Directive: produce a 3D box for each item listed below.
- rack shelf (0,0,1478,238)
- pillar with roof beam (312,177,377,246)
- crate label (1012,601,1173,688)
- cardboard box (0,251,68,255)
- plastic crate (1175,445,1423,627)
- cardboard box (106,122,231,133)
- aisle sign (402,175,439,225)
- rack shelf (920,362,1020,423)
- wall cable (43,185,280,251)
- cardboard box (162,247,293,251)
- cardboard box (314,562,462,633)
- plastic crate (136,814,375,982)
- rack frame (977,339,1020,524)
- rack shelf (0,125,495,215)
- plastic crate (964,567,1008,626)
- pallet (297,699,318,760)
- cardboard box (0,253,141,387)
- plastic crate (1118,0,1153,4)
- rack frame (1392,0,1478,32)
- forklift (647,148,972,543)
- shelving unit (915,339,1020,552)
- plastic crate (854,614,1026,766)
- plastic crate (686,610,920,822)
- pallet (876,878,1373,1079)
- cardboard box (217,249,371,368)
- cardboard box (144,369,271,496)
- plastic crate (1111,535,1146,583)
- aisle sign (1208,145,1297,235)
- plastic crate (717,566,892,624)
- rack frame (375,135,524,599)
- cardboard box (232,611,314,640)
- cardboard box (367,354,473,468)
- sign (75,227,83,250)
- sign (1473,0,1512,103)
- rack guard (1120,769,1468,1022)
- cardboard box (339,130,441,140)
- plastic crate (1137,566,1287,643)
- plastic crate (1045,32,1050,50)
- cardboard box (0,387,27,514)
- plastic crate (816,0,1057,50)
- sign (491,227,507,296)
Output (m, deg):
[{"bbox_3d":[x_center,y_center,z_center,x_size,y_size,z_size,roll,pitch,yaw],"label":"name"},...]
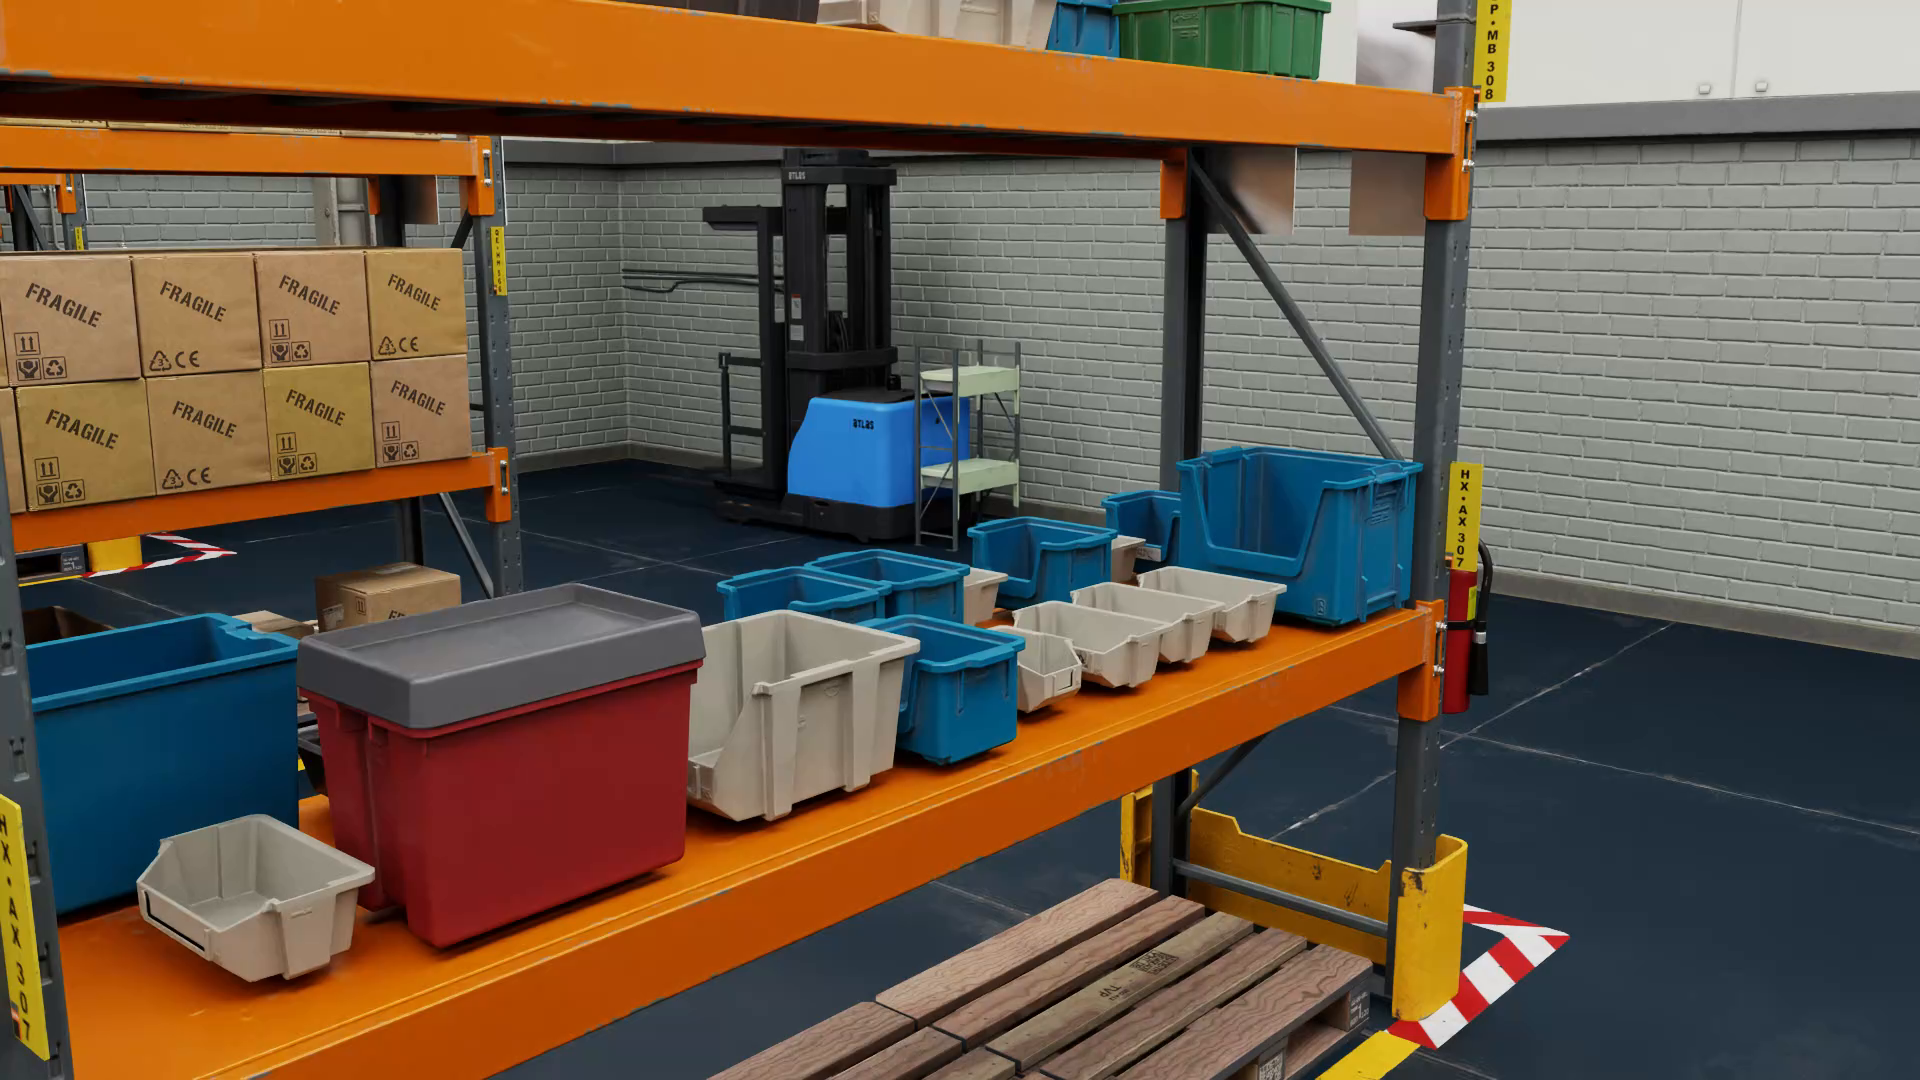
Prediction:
[{"bbox_3d":[-0.234,-0.882,3.649,1.077,0.370,4.000,10,15,40],"label":"rack shelf"},{"bbox_3d":[-1.989,-4.234,10.933,9.100,9.000,0.400,10,15,40],"label":"pillar with roof beam"},{"bbox_3d":[0.316,0.270,4.223,0.396,0.136,0.243,10,15,40],"label":"crate label"},{"bbox_3d":[-4.131,-0.982,7.161,0.500,0.500,0.500,10,15,40],"label":"cardboard box"},{"bbox_3d":[1.006,-0.032,4.969,0.616,0.435,0.499,10,15,40],"label":"plastic crate"},{"bbox_3d":[-3.432,-1.840,6.989,0.500,0.250,0.500,10,15,40],"label":"cardboard box"},{"bbox_3d":[-2.808,-2.022,8.541,0.394,0.787,0.004,10,15,40],"label":"aisle sign"},{"bbox_3d":[0.061,-1.109,12.441,0.431,0.370,0.720,9,15,39],"label":"rack shelf"},{"bbox_3d":[-6.221,-2.148,13.215,0.084,1.984,1.851,10,15,40],"label":"wall cable"},{"bbox_3d":[-3.462,-1.130,7.901,0.500,0.500,0.500,10,15,41],"label":"cardboard box"},{"bbox_3d":[-2.806,0.422,8.197,0.500,0.500,0.500,10,15,40],"label":"cardboard box"},{"bbox_3d":[-1.140,0.580,2.669,0.396,0.136,0.243,10,15,40],"label":"plastic crate"},{"bbox_3d":[0.295,-0.781,12.792,0.400,1.500,0.023,9,15,39],"label":"rack frame"},{"bbox_3d":[-3.952,-1.523,6.858,1.077,0.370,4.000,10,15,40],"label":"rack shelf"},{"bbox_3d":[-0.046,0.171,4.714,0.250,0.136,0.298,10,15,40],"label":"plastic crate"},{"bbox_3d":[-3.208,0.797,8.184,1.003,0.211,1.213,10,15,40],"label":"pallet"},{"bbox_3d":[-3.730,-0.911,6.805,0.500,0.500,0.500,10,15,42],"label":"cardboard box"},{"bbox_3d":[0.623,-1.445,4.961,0.497,0.269,0.590,10,15,40],"label":"plastic crate"},{"bbox_3d":[1.086,-3.000,4.758,1.000,3.000,0.127,10,15,40],"label":"rack frame"},{"bbox_3d":[-1.349,-1.633,13.404,3.031,2.935,1.130,10,15,40],"label":"forklift"},{"bbox_3d":[0.061,-0.726,12.517,0.431,1.500,0.755,9,15,39],"label":"shelving unit"},{"bbox_3d":[-0.077,0.329,3.677,0.416,0.233,0.300,10,15,40],"label":"plastic crate"},{"bbox_3d":[-0.408,0.358,3.410,0.437,0.282,0.530,10,15,40],"label":"plastic crate"},{"bbox_3d":[0.513,1.425,5.036,1.003,0.211,1.213,10,15,40],"label":"pallet"},{"bbox_3d":[-3.052,-1.063,7.569,0.500,0.500,0.500,10,15,42],"label":"cardboard box"},{"bbox_3d":[-3.397,-0.498,7.290,0.500,0.500,0.500,10,15,41],"label":"cardboard box"},{"bbox_3d":[0.402,0.072,5.214,0.250,0.136,0.298,10,15,40],"label":"plastic crate"},{"bbox_3d":[0.911,-1.382,5.336,0.394,0.787,0.004,10,15,40],"label":"aisle sign"},{"bbox_3d":[-0.391,0.226,4.196,0.416,0.233,0.300,10,15,40],"label":"plastic crate"},{"bbox_3d":[-2.632,-0.699,8.555,1.000,3.000,0.127,10,15,40],"label":"rack frame"},{"bbox_3d":[-3.534,0.550,8.196,0.500,0.250,0.500,10,15,40],"label":"cardboard box"},{"bbox_3d":[-2.723,-0.647,8.039,0.500,0.500,0.500,10,15,42],"label":"cardboard box"},{"bbox_3d":[-5.957,-1.951,11.261,0.100,0.325,0.005,10,15,40],"label":"sign"},{"bbox_3d":[1.510,-1.409,4.718,0.100,0.325,0.005,10,15,40],"label":"sign"},{"bbox_3d":[1.092,1.162,5.617,1.175,0.500,0.348,10,15,40],"label":"rack guard"},{"bbox_3d":[-2.773,-1.987,7.727,0.500,0.250,0.500,10,15,40],"label":"cardboard box"},{"bbox_3d":[0.684,0.185,4.648,0.396,0.136,0.243,10,15,40],"label":"plastic crate"},{"bbox_3d":[-0.129,-1.310,4.110,0.504,0.338,0.767,10,15,40],"label":"plastic crate"},{"bbox_3d":[-4.064,-0.349,6.544,0.500,0.500,0.500,10,15,40],"label":"cardboard box"},{"bbox_3d":[-0.091,-1.064,3.395,0.437,0.136,0.530,10,15,40],"label":"plastic crate"},{"bbox_3d":[-2.228,-1.348,8.036,0.100,0.325,0.005,10,15,40],"label":"sign"}]
